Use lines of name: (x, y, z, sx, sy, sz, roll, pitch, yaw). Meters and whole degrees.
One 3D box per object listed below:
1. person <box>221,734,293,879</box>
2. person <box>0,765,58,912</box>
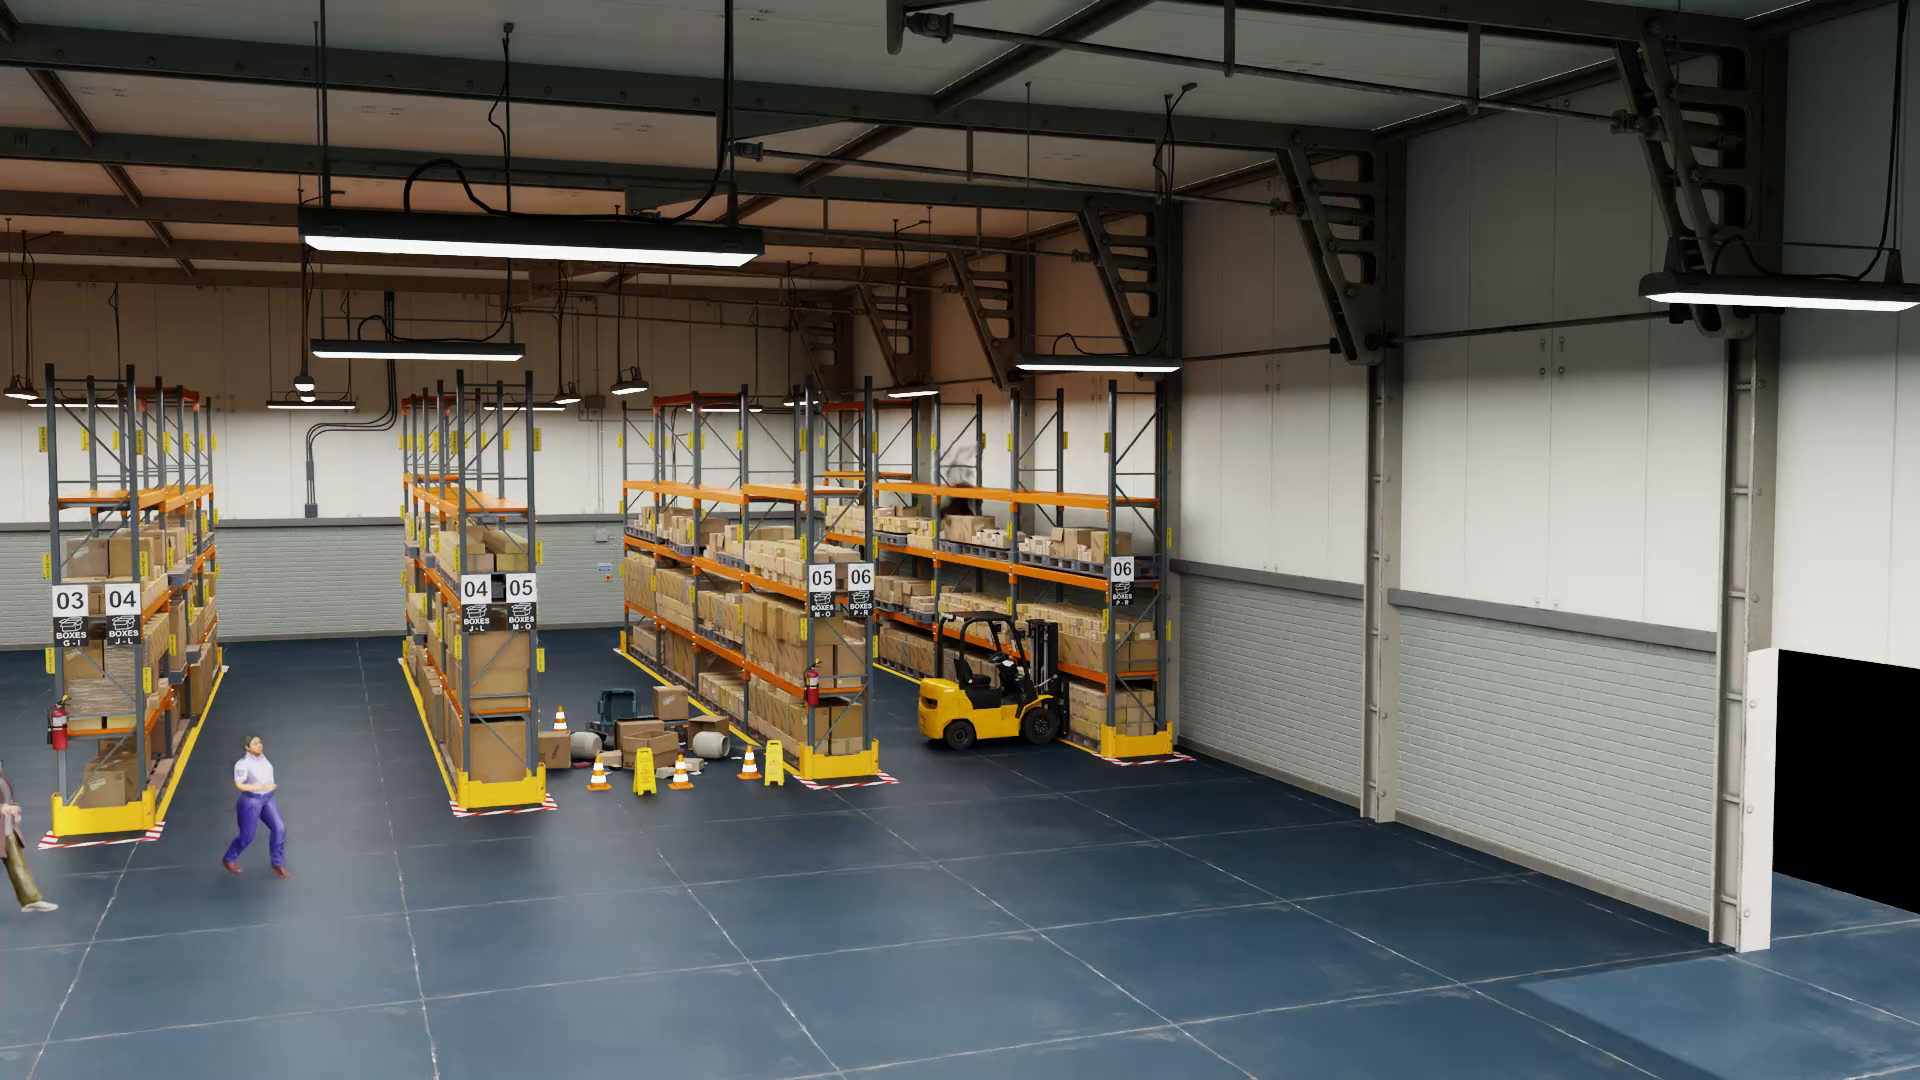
person: (-8.119, 3.170, 19.150, 0.844, 1.496, 0.607, 1, 4, 20)
person: (-10.085, 3.063, 17.454, 1.179, 1.719, 0.727, 0, 3, 8)
